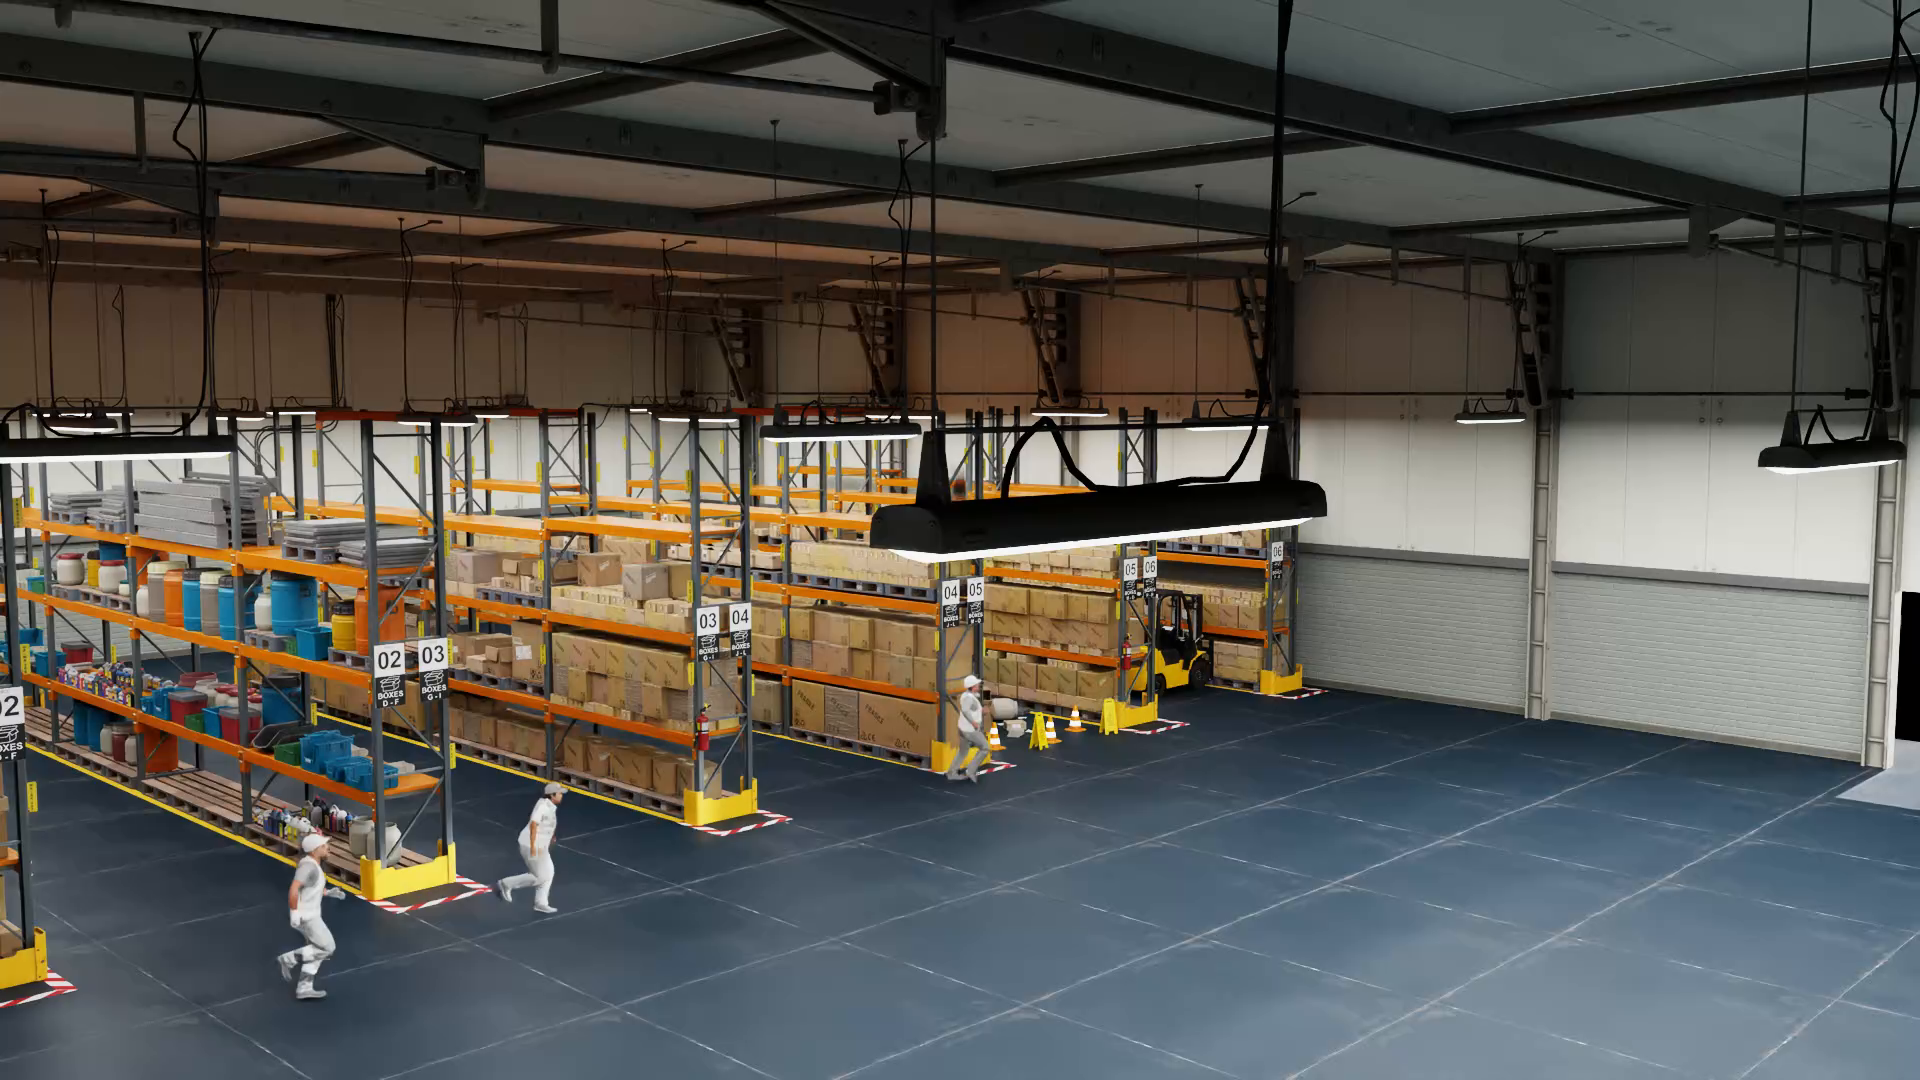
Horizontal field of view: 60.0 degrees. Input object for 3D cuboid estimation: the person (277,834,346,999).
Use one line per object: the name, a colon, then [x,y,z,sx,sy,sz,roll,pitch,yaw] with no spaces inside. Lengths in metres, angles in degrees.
person: [-6.790,3.940,17.401,0.686,1.729,0.707,-2,5,-19]

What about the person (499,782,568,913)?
person: [-5.202,3.768,20.277,0.853,1.612,0.604,-2,5,-21]

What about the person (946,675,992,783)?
person: [0.191,3.080,26.937,0.786,1.784,0.694,-2,5,-19]
